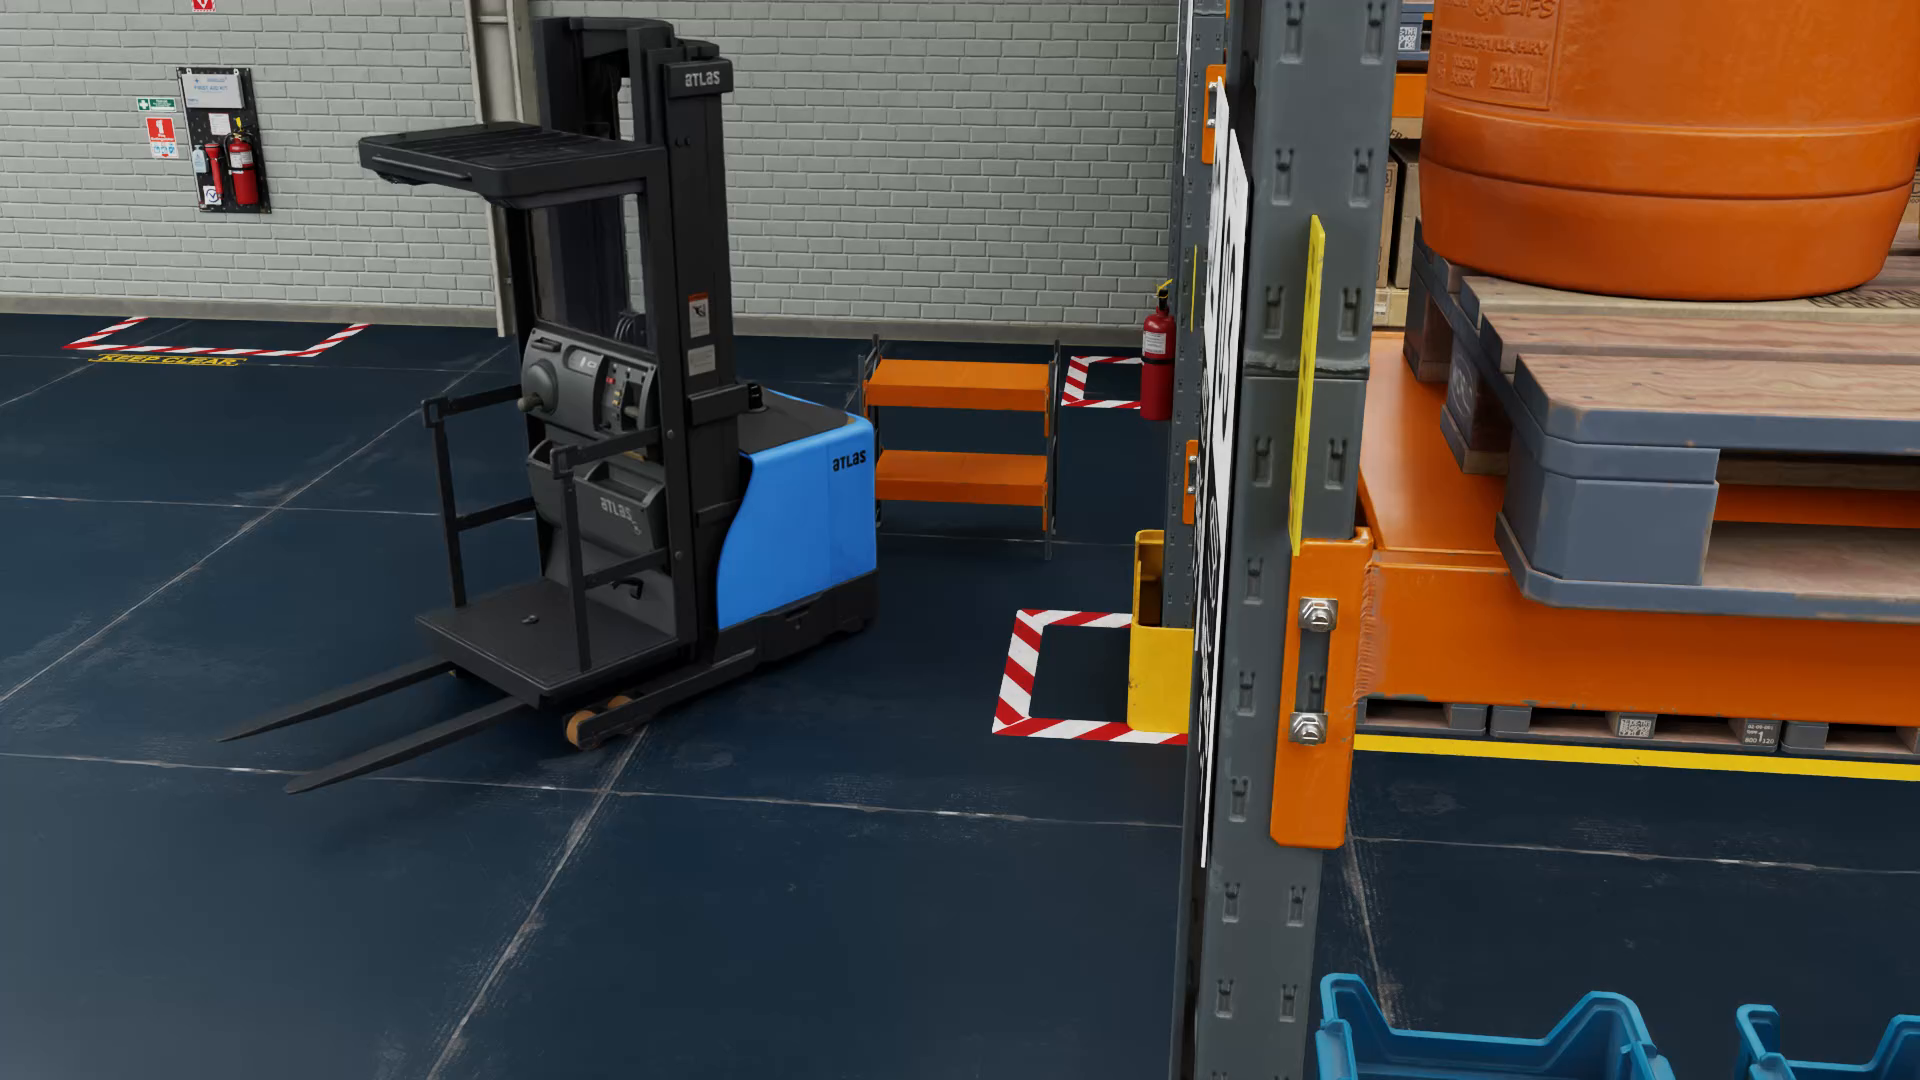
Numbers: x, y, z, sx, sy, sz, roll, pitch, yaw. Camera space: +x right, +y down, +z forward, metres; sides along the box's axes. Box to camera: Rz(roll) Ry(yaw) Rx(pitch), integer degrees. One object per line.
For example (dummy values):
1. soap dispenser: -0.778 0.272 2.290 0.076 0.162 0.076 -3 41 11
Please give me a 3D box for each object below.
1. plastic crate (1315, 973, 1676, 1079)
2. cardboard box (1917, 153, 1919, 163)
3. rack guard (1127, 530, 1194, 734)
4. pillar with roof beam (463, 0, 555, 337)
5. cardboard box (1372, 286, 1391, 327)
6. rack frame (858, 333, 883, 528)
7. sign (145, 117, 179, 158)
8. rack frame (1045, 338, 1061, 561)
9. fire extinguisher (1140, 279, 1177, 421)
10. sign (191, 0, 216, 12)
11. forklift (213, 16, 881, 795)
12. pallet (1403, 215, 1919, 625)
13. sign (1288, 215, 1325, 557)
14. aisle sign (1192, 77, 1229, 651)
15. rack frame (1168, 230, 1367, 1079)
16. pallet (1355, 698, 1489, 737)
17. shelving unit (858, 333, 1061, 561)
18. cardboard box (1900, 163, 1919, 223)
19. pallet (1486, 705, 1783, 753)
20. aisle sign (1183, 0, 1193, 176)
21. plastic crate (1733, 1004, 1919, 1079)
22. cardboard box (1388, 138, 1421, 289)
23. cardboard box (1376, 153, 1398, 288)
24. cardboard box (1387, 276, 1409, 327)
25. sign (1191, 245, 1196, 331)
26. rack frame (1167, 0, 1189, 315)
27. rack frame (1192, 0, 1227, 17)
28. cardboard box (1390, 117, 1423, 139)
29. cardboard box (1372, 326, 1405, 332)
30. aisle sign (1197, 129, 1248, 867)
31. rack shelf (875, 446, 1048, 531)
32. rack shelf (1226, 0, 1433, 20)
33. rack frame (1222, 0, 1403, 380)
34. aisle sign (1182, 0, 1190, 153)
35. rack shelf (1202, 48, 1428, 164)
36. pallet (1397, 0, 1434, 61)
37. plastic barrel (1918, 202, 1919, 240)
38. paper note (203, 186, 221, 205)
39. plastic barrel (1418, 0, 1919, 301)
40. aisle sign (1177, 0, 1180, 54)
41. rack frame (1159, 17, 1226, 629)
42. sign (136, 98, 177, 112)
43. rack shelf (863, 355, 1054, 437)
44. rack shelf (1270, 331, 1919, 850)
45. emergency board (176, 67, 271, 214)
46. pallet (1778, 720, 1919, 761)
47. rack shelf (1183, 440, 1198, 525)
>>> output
1. plastic crate: 0.944 1.029 2.960 0.616 0.251 0.499 2 22 6
2. cardboard box: 4.027 -1.276 6.687 0.500 0.500 0.700 2 22 6
3. rack guard: 0.974 0.400 7.747 0.348 0.500 1.175 2 22 6
4. pillar with roof beam: -4.090 -4.333 8.160 0.400 9.000 9.100 2 22 6
5. cardboard box: 1.625 -1.003 6.879 0.250 0.149 0.380 2 22 5
6. rack frame: -0.498 -0.545 9.288 0.032 1.125 0.500 2 22 6
7. sign: -6.570 -3.314 13.694 0.234 0.329 0.001 2 22 6
8. rack frame: 0.512 -0.501 9.177 0.032 1.125 0.500 2 22 6
9. fire extinguisher: 0.936 -0.900 7.741 0.183 0.674 0.296 2 22 6
10. sign: -6.030 -4.350 13.211 0.199 0.298 0.001 2 22 6
11. forklift: -1.776 -0.671 7.151 1.130 2.935 3.031 19 29 40
12. pallet: 1.222 -0.188 2.013 1.213 0.211 1.003 2 22 6
13. sign: 0.343 -0.151 1.650 0.005 0.325 0.100 2 22 6
14. aisle sign: 0.375 -0.273 2.515 0.004 0.787 0.394 2 22 6
15. rack frame: 0.412 1.047 2.711 0.127 3.000 1.000 2 22 6
16. pallet: 1.763 0.554 7.752 1.213 0.211 1.003 2 22 6
17. shelving unit: 0.007 -0.523 9.232 1.048 1.125 0.538 2 22 6
18. cardboard box: 3.530 -1.298 6.742 0.500 0.500 0.700 2 22 6
19. pallet: 2.971 0.607 7.617 1.213 0.211 1.003 2 22 6
20. aisle sign: 0.897 -1.861 6.531 0.004 0.787 0.394 2 22 6
21. plastic crate: 1.588 1.059 2.883 0.408 0.251 0.499 2 22 6
22. cardboard box: 2.036 -1.363 6.907 0.500 0.500 0.700 2 22 5
23. cardboard box: 1.513 -1.384 6.959 0.500 0.500 0.700 3 22 6
24. cardboard box: 1.873 -0.992 6.850 0.250 0.149 0.380 3 22 7
25. sign: 0.927 -0.998 6.599 0.005 0.325 0.100 2 22 6
26. rack frame: 1.578 -2.570 11.860 0.127 3.000 1.000 2 22 6
27. rack frame: 0.998 -3.551 6.182 0.127 3.000 1.000 2 22 6
28. cardboard box: 3.018 -2.678 11.290 0.500 0.500 0.500 2 22 5
29. cardboard box: 1.982 -0.762 7.150 0.500 0.500 0.700 3 22 8
30. aisle sign: 0.306 -0.058 1.970 0.004 0.787 0.394 2 22 6
31. rack shelf: 0.007 -0.295 9.322 1.000 0.278 0.538 2 22 6
32. rack shelf: 3.564 -3.544 11.222 4.000 0.370 1.077 2 22 6
33. rack frame: 0.412 -1.743 1.608 0.127 3.000 1.000 2 22 6
34. aisle sign: 0.968 -2.080 7.085 0.004 0.787 0.394 2 22 6
35. rack shelf: 2.984 -1.735 6.647 4.000 0.370 1.077 2 22 6
36. pallet: 1.697 -2.075 6.648 1.213 0.211 1.003 2 22 6
37. plastic barrel: 1.559 -0.627 2.040 0.600 0.588 0.600 0 22 0
38. paper note: -6.201 -2.859 13.790 0.142 0.148 0.016 2 22 6
39. plastic barrel: 0.909 -0.768 2.067 0.708 0.830 0.600 2 22 6
40. aisle sign: 1.471 -3.672 11.113 0.004 0.787 0.394 2 22 6
41. rack frame: 0.998 -0.761 7.285 0.127 3.000 1.000 2 22 6
42. sign: -6.567 -3.557 13.588 0.331 0.109 0.001 2 22 6
43. rack shelf: 0.007 -0.795 9.125 1.000 0.278 0.538 2 22 6
44. rack shelf: 2.398 0.073 2.073 4.000 0.370 1.077 2 22 6
45. emergency board: -6.033 -3.236 13.544 0.643 1.169 0.194 2 22 6
46. pallet: 4.186 0.659 7.485 1.213 0.211 1.003 2 22 6
47. rack shelf: 2.984 -0.340 7.198 4.000 0.370 1.077 2 22 6
